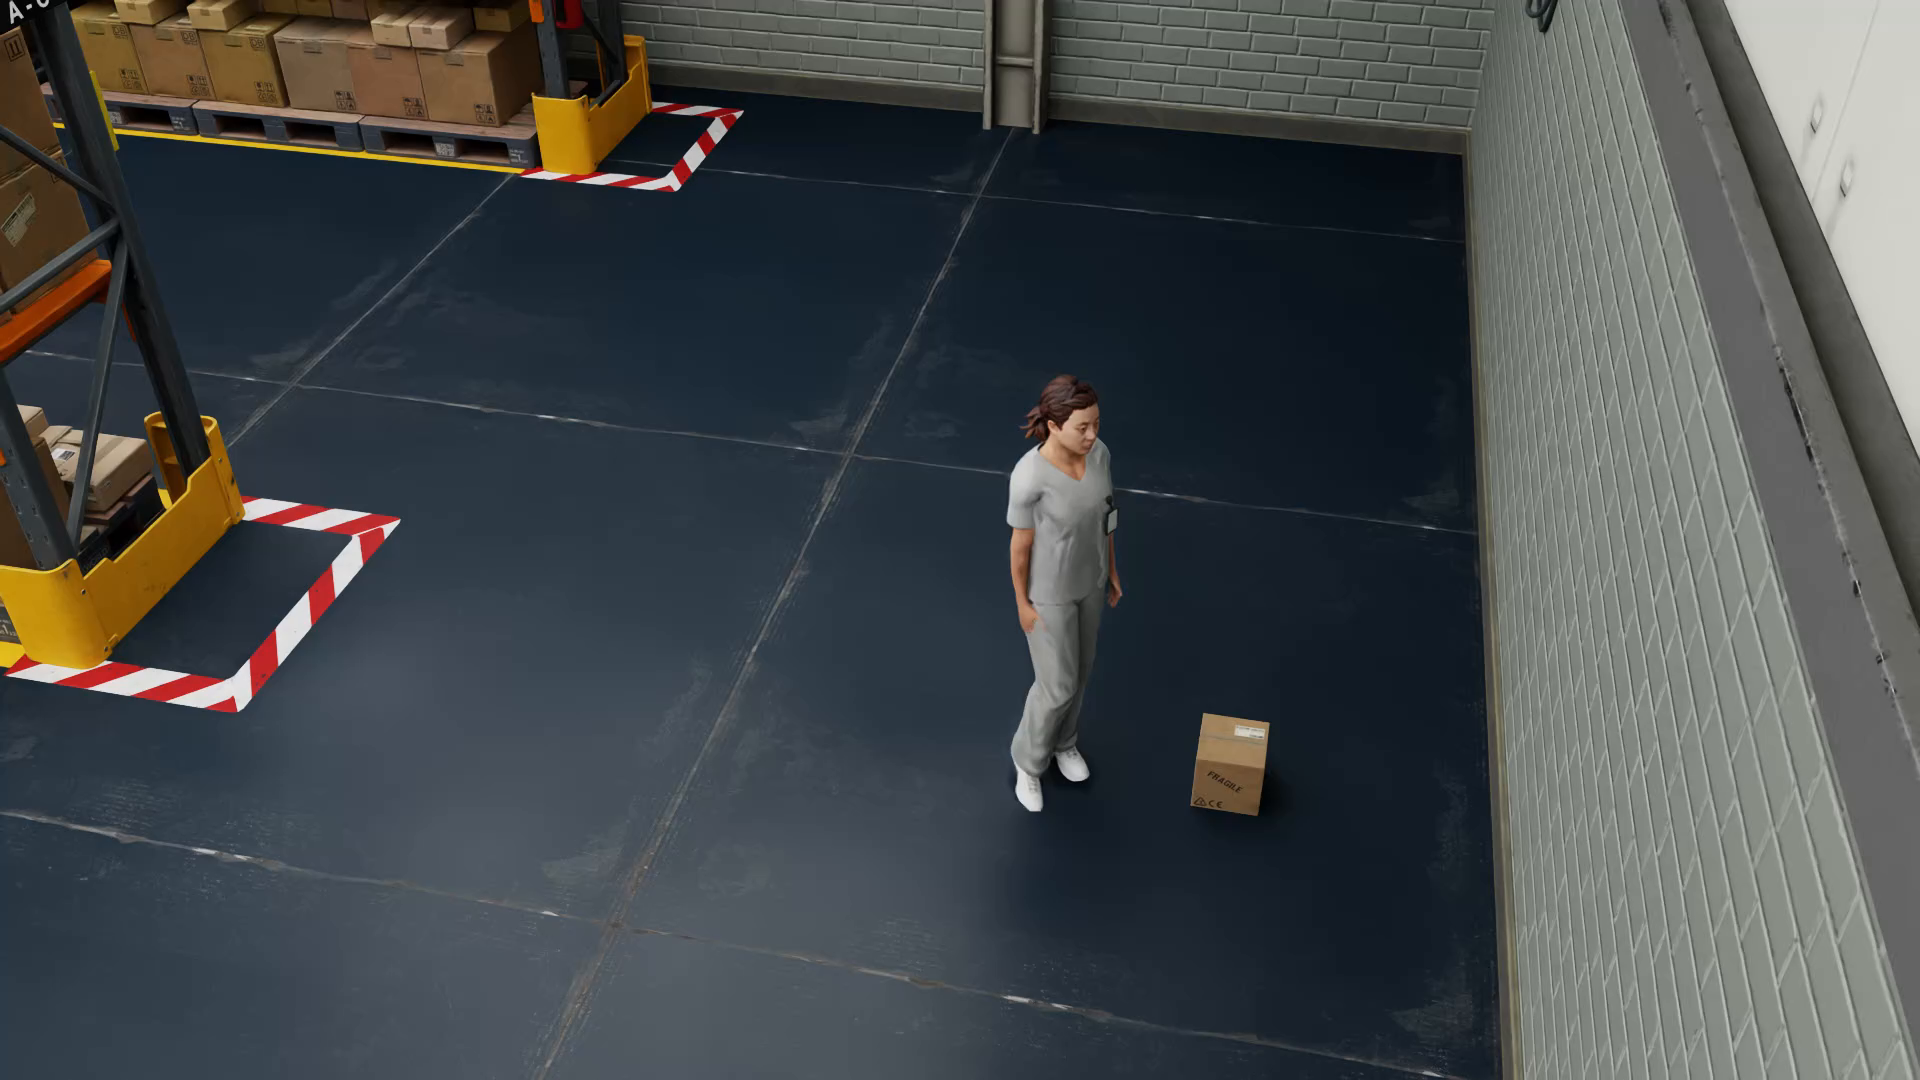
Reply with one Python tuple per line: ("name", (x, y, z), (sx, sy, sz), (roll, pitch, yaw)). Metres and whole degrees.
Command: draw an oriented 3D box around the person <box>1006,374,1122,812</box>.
("person", (0.354, 0.191, 5.917), (0.498, 1.716, 0.404), (-26, 44, -30))
